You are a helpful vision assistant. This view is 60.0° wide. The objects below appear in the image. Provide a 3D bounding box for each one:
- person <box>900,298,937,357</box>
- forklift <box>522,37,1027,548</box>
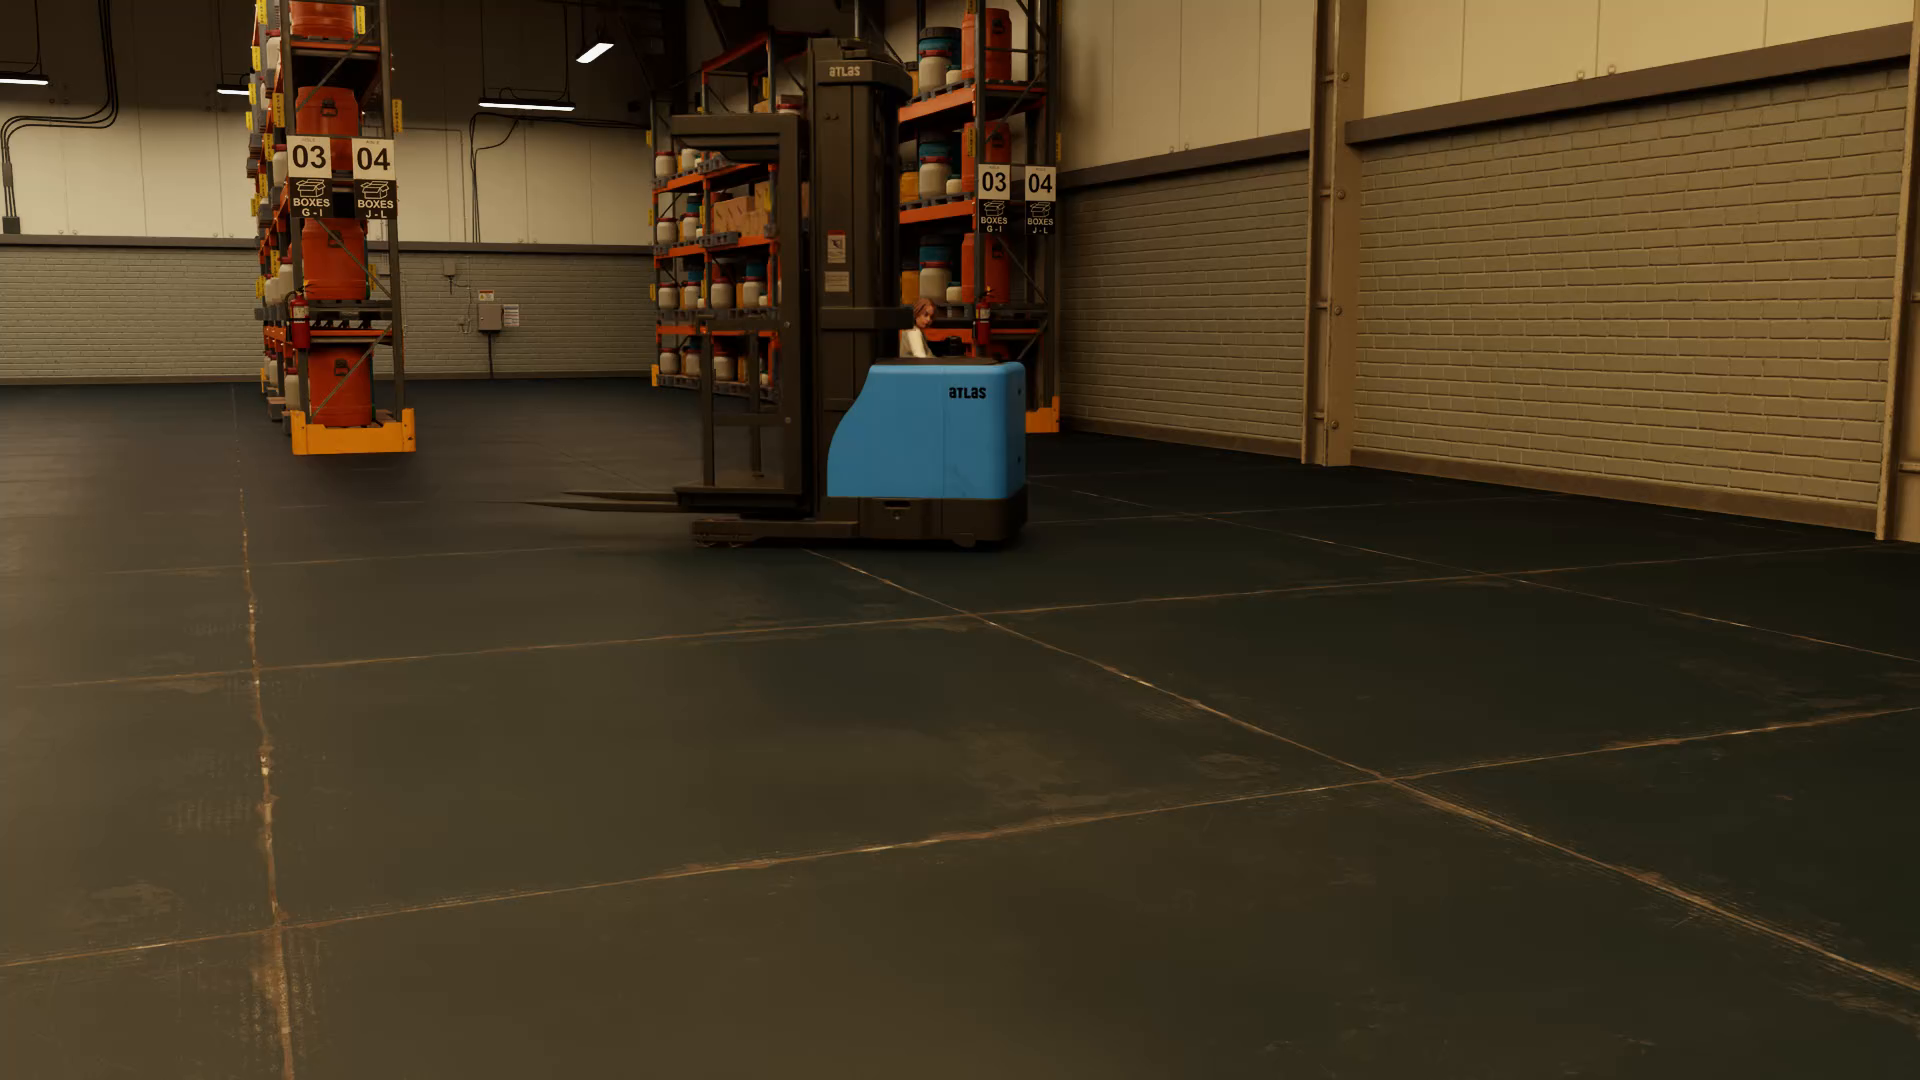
[{"bbox_3d":[-0.215,-1.005,12.091,0.706,1.496,0.711,-4,8,-26],"label":"person"},{"bbox_3d":[-1.141,-1.474,10.121,3.031,2.935,1.130,1,8,9],"label":"forklift"}]
